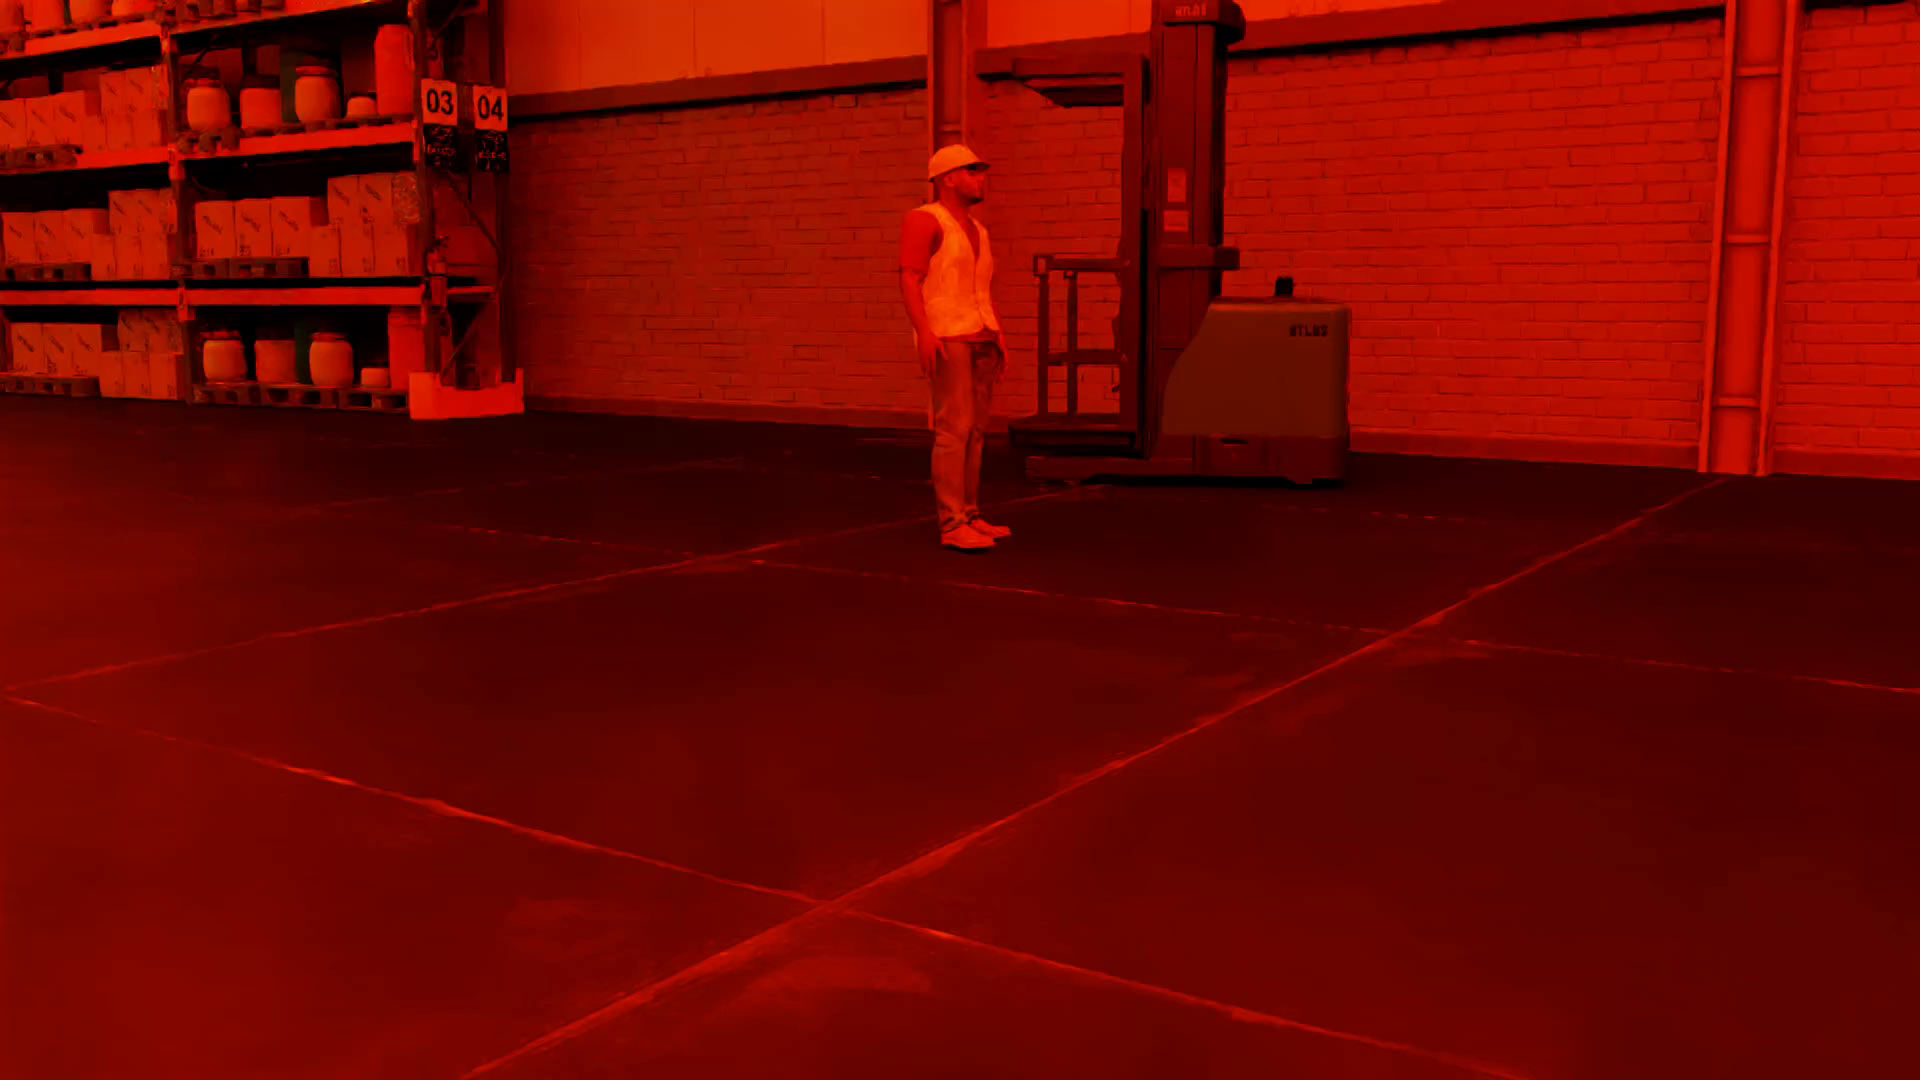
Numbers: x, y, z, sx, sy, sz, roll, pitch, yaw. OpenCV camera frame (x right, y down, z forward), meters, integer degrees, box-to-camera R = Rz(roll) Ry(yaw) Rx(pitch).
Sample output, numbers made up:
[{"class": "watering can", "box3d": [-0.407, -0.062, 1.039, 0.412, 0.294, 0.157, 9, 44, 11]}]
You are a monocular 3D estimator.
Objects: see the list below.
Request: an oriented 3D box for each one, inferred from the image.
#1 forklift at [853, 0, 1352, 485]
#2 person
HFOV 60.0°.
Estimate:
[{"class": "forklift", "box3d": [0.874, -1.856, 10.242, 3.031, 2.935, 1.130, 2, 8, 14]}, {"class": "person", "box3d": [0.055, -0.875, 7.435, 0.576, 1.766, 0.665, 5, 10, 34]}]
